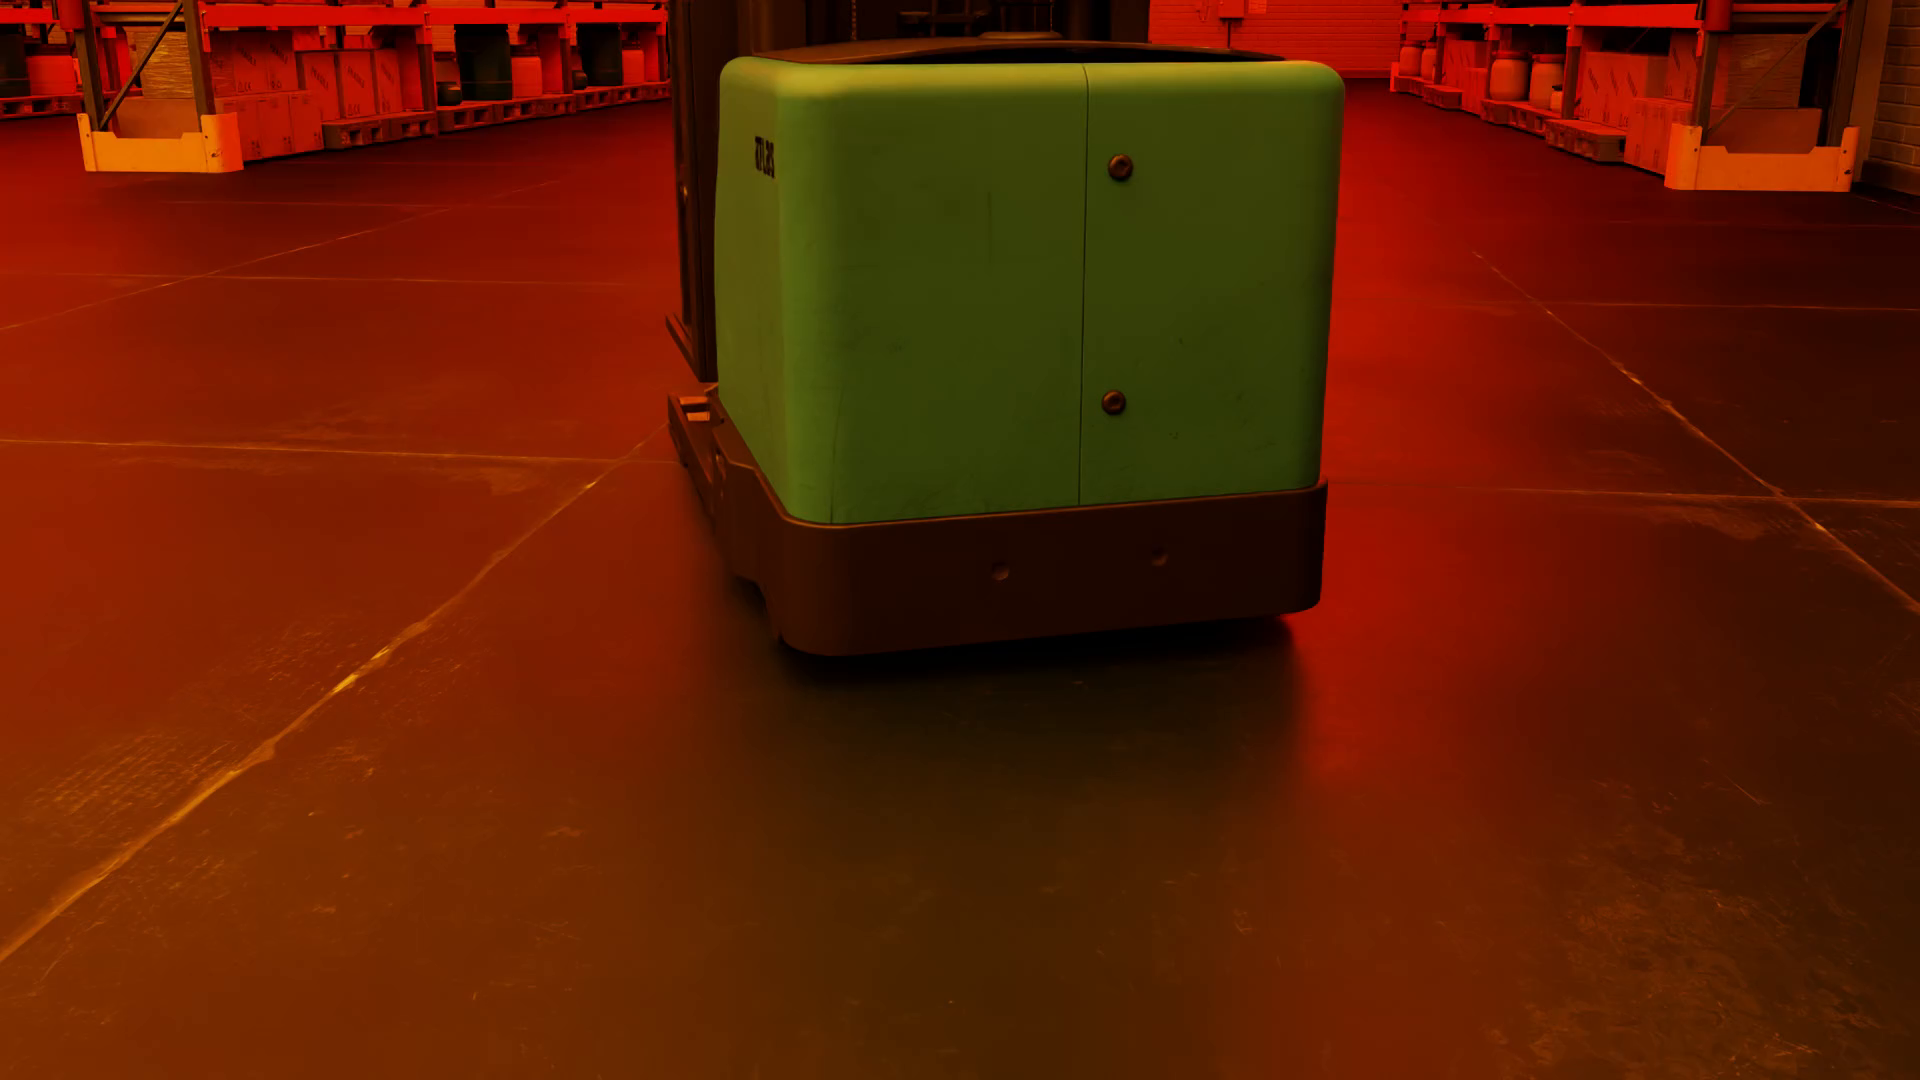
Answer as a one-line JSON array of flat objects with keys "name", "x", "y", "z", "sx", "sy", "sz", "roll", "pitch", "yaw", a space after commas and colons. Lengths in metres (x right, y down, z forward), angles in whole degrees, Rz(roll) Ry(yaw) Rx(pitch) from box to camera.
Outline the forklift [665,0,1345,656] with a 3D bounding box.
[{"name": "forklift", "x": -0.178, "y": -1.596, "z": 4.015, "sx": 1.130, "sy": 2.935, "sz": 3.031, "roll": -5, "pitch": 18, "yaw": -14}]
